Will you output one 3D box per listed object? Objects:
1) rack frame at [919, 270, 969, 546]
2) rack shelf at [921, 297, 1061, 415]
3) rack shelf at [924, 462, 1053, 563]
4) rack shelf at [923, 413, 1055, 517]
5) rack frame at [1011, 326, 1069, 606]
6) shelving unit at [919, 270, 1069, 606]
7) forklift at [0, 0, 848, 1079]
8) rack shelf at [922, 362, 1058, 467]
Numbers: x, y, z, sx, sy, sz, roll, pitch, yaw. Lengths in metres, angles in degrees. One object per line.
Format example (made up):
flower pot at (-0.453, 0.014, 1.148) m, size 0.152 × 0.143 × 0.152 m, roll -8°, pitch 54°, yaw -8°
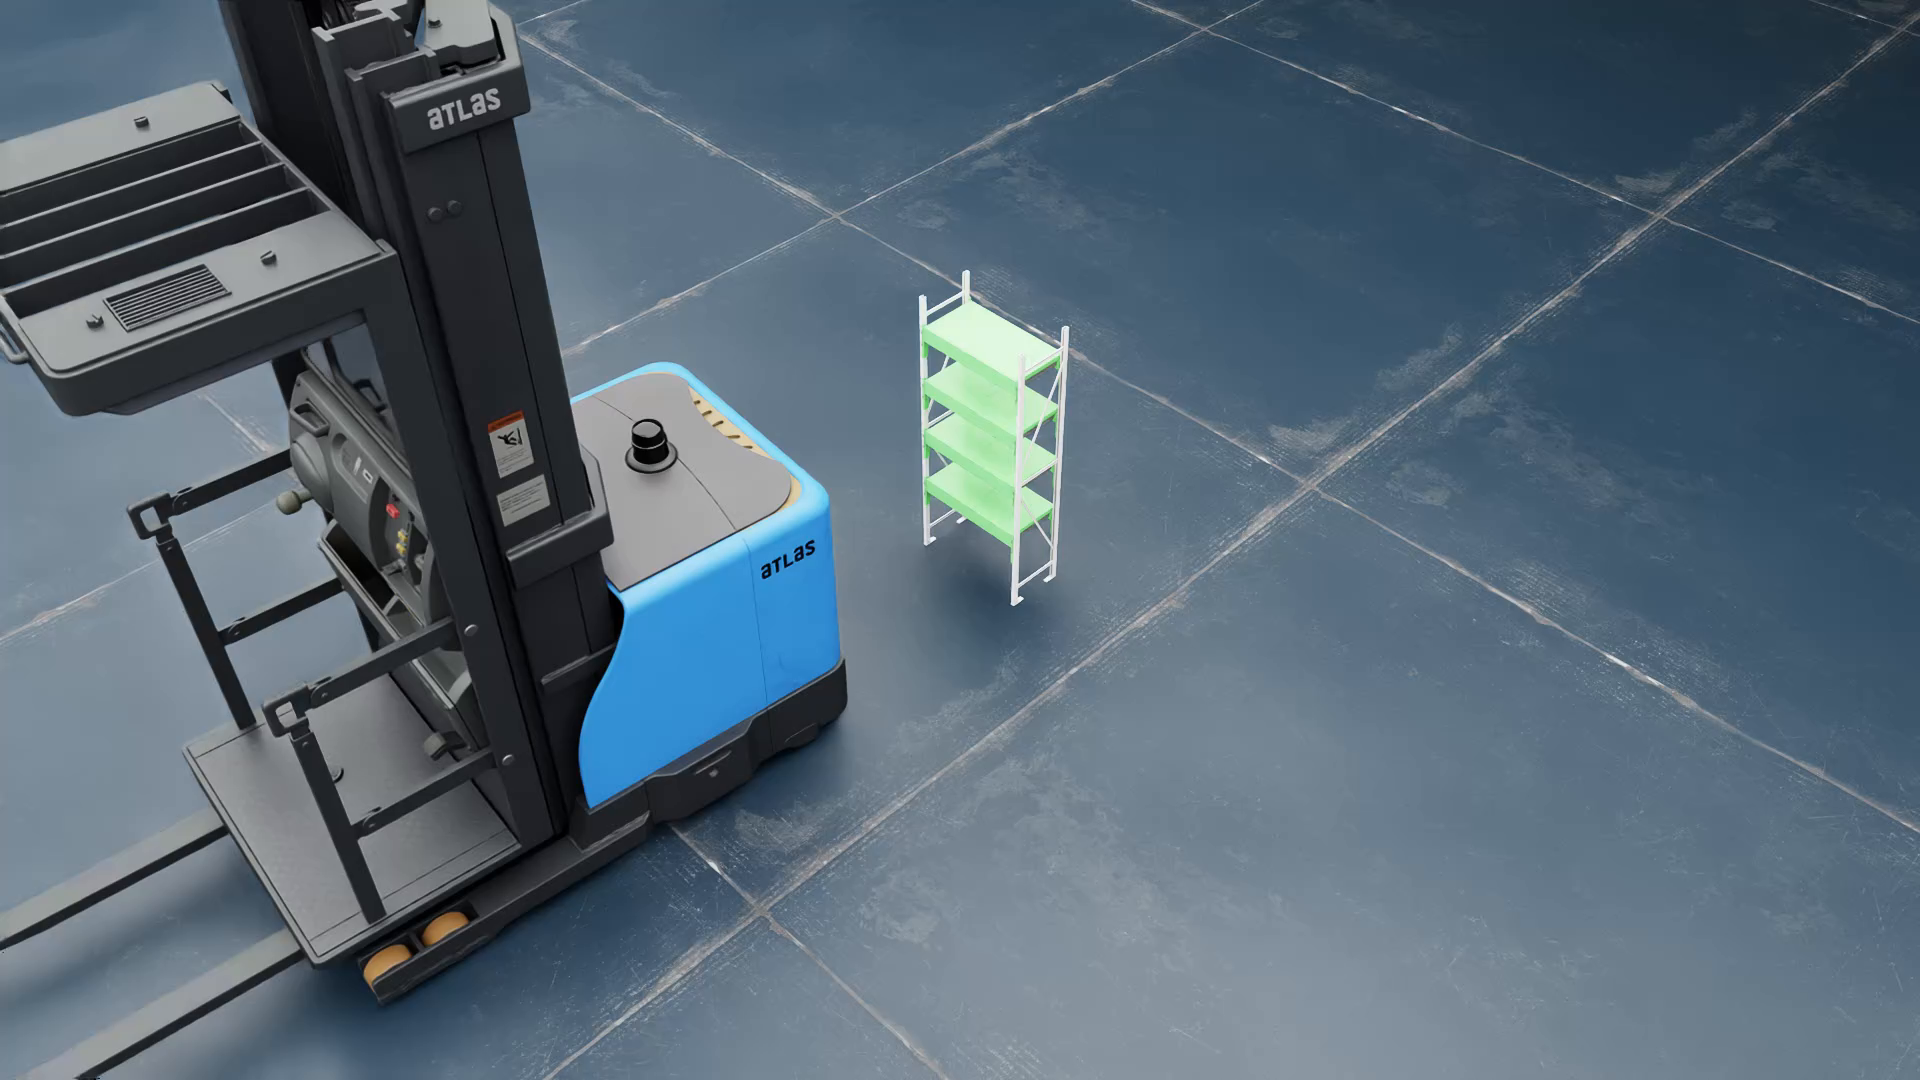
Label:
rack frame at (-0.055, -0.478, 6.384) m, size 0.240 × 1.200 × 0.015 m, roll -34°, pitch 53°, yaw -31°
rack shelf at (0.117, -0.667, 5.974) m, size 0.258 × 0.148 × 0.480 m, roll -34°, pitch 53°, yaw -31°
rack shelf at (0.117, -0.138, 6.463) m, size 0.258 × 0.148 × 0.480 m, roll -34°, pitch 53°, yaw -31°
rack shelf at (0.117, -0.314, 6.300) m, size 0.258 × 0.148 × 0.480 m, roll -34°, pitch 53°, yaw -31°
rack frame at (0.289, -0.244, 6.130) m, size 0.240 × 1.200 × 0.015 m, roll -34°, pitch 53°, yaw -31°
shelving unit at (0.117, -0.361, 6.257) m, size 0.258 × 1.200 × 0.503 m, roll -34°, pitch 53°, yaw -31°
forklift at (-1.865, -0.055, 4.649) m, size 3.031 × 2.935 × 1.130 m, roll -29°, pitch 50°, yaw -28°
rack shelf at (0.117, -0.490, 6.137) m, size 0.258 × 0.148 × 0.480 m, roll -34°, pitch 53°, yaw -31°
